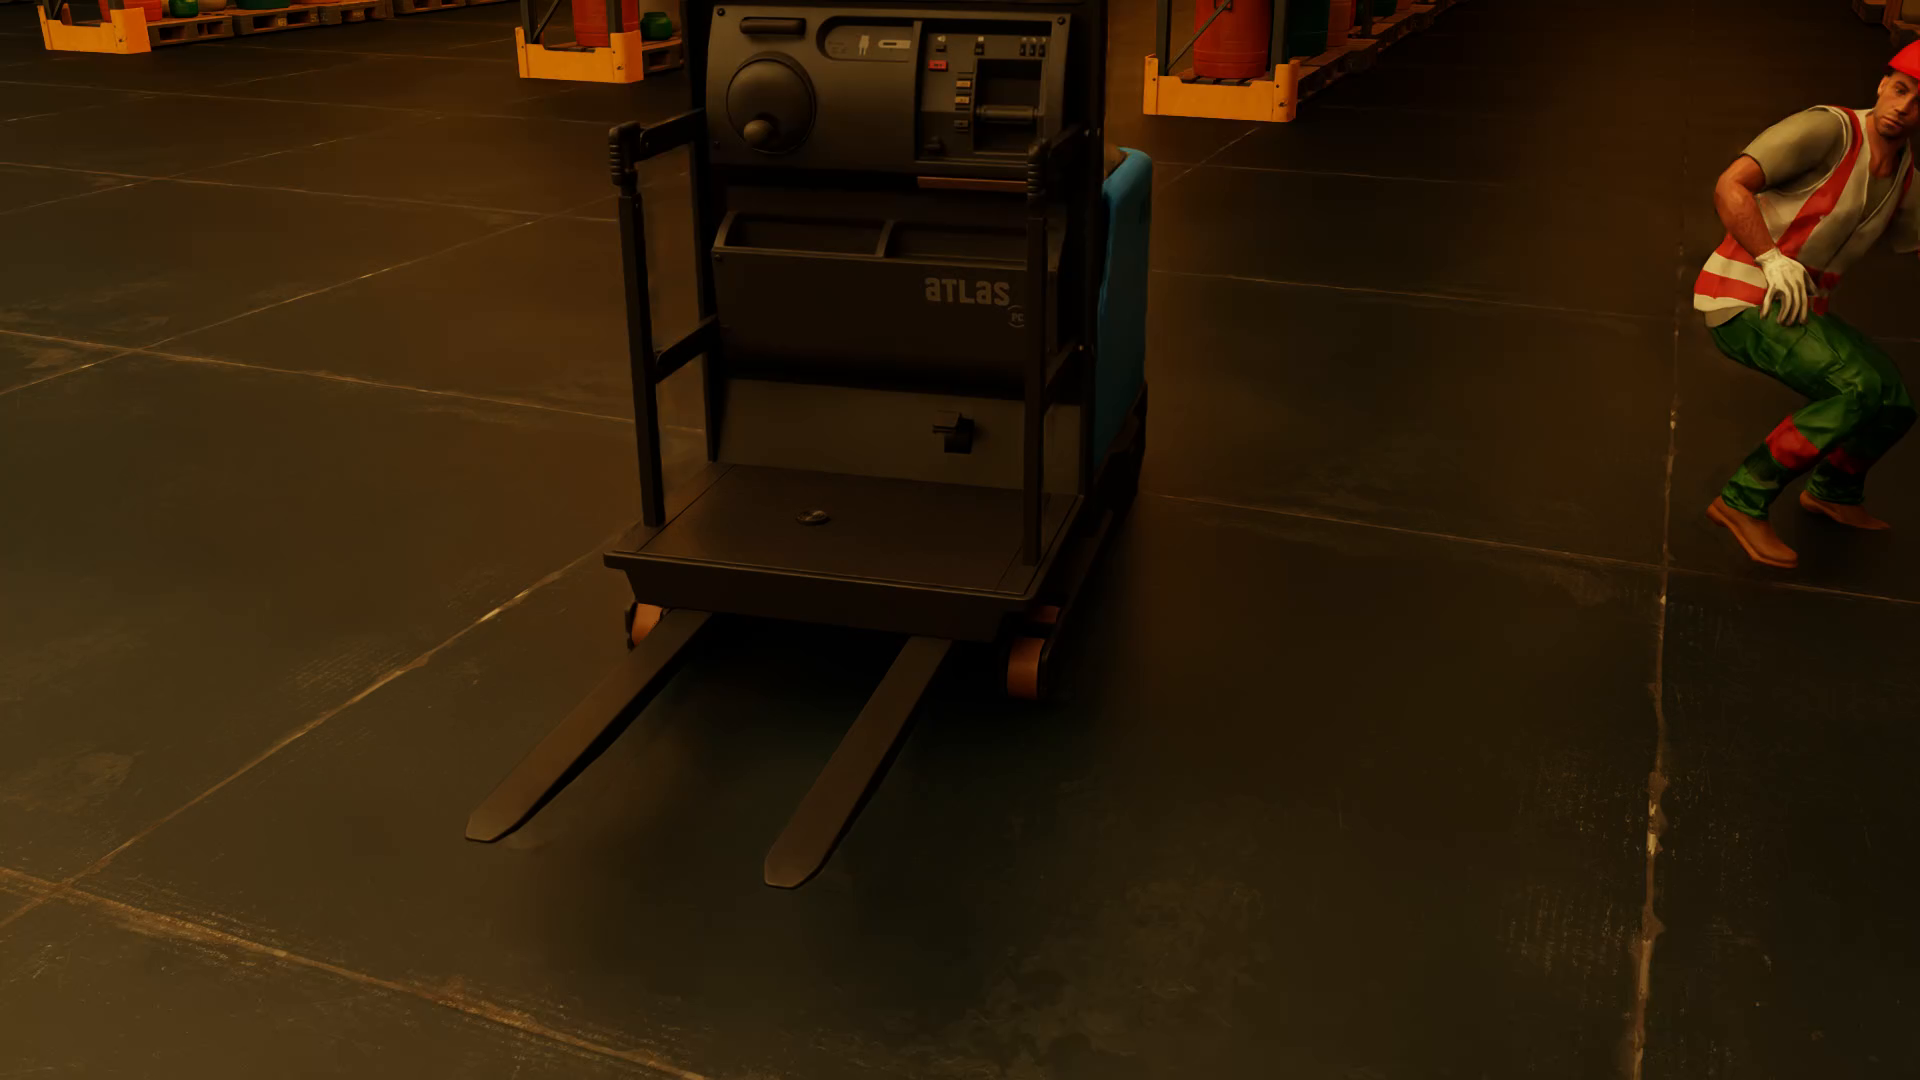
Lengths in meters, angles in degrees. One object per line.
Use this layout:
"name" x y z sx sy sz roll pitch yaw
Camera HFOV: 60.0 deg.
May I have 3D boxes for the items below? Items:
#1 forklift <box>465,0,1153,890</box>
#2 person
"forklift" -0.239 -1.114 3.958 1.130 2.935 3.031 6 23 13
"person" 2.533 -0.644 4.746 0.887 1.544 0.707 -14 27 -31
